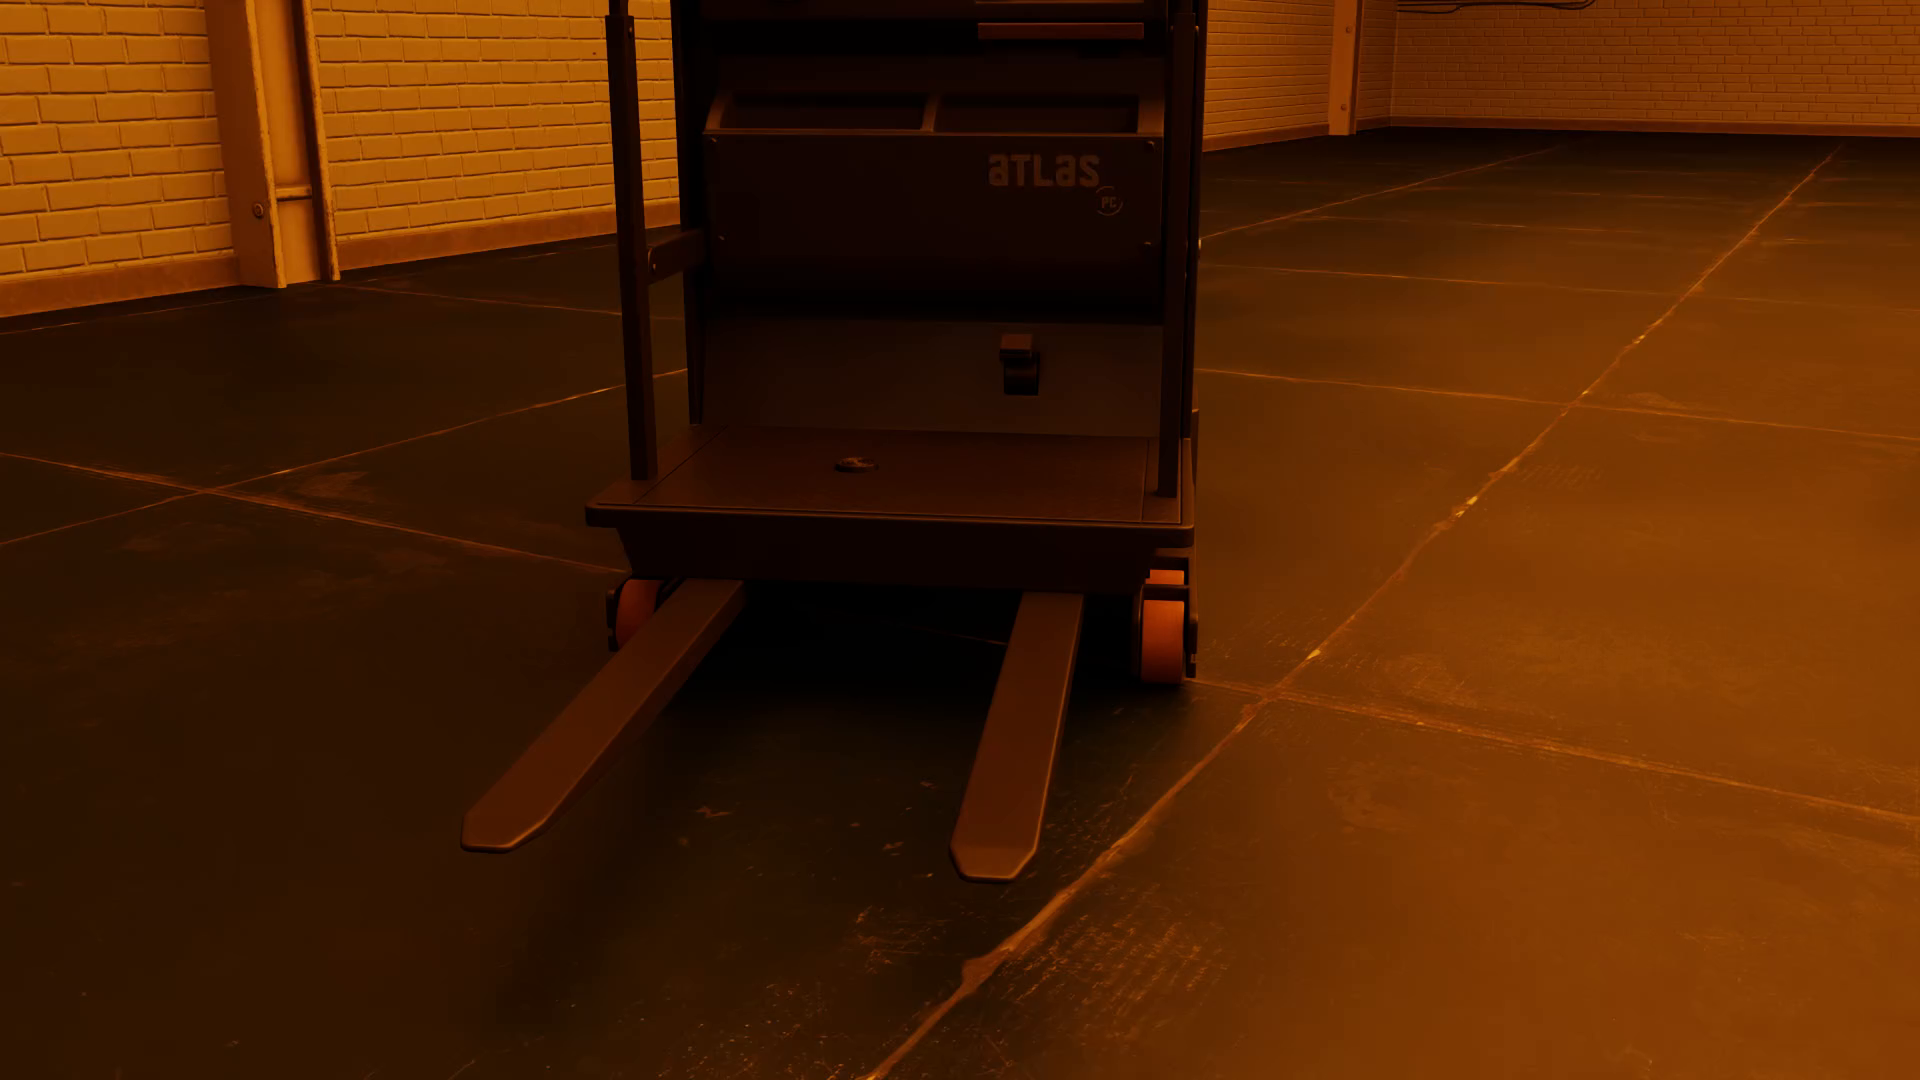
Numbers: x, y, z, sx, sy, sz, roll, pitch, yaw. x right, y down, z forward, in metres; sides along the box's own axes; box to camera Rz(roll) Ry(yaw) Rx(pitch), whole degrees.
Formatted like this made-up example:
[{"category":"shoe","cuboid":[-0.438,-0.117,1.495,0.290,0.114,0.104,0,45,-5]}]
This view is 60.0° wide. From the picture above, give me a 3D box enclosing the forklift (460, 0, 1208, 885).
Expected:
[{"category":"forklift","cuboid":[-0.078,-1.236,3.048,1.130,2.935,3.031,2,17,7]}]
